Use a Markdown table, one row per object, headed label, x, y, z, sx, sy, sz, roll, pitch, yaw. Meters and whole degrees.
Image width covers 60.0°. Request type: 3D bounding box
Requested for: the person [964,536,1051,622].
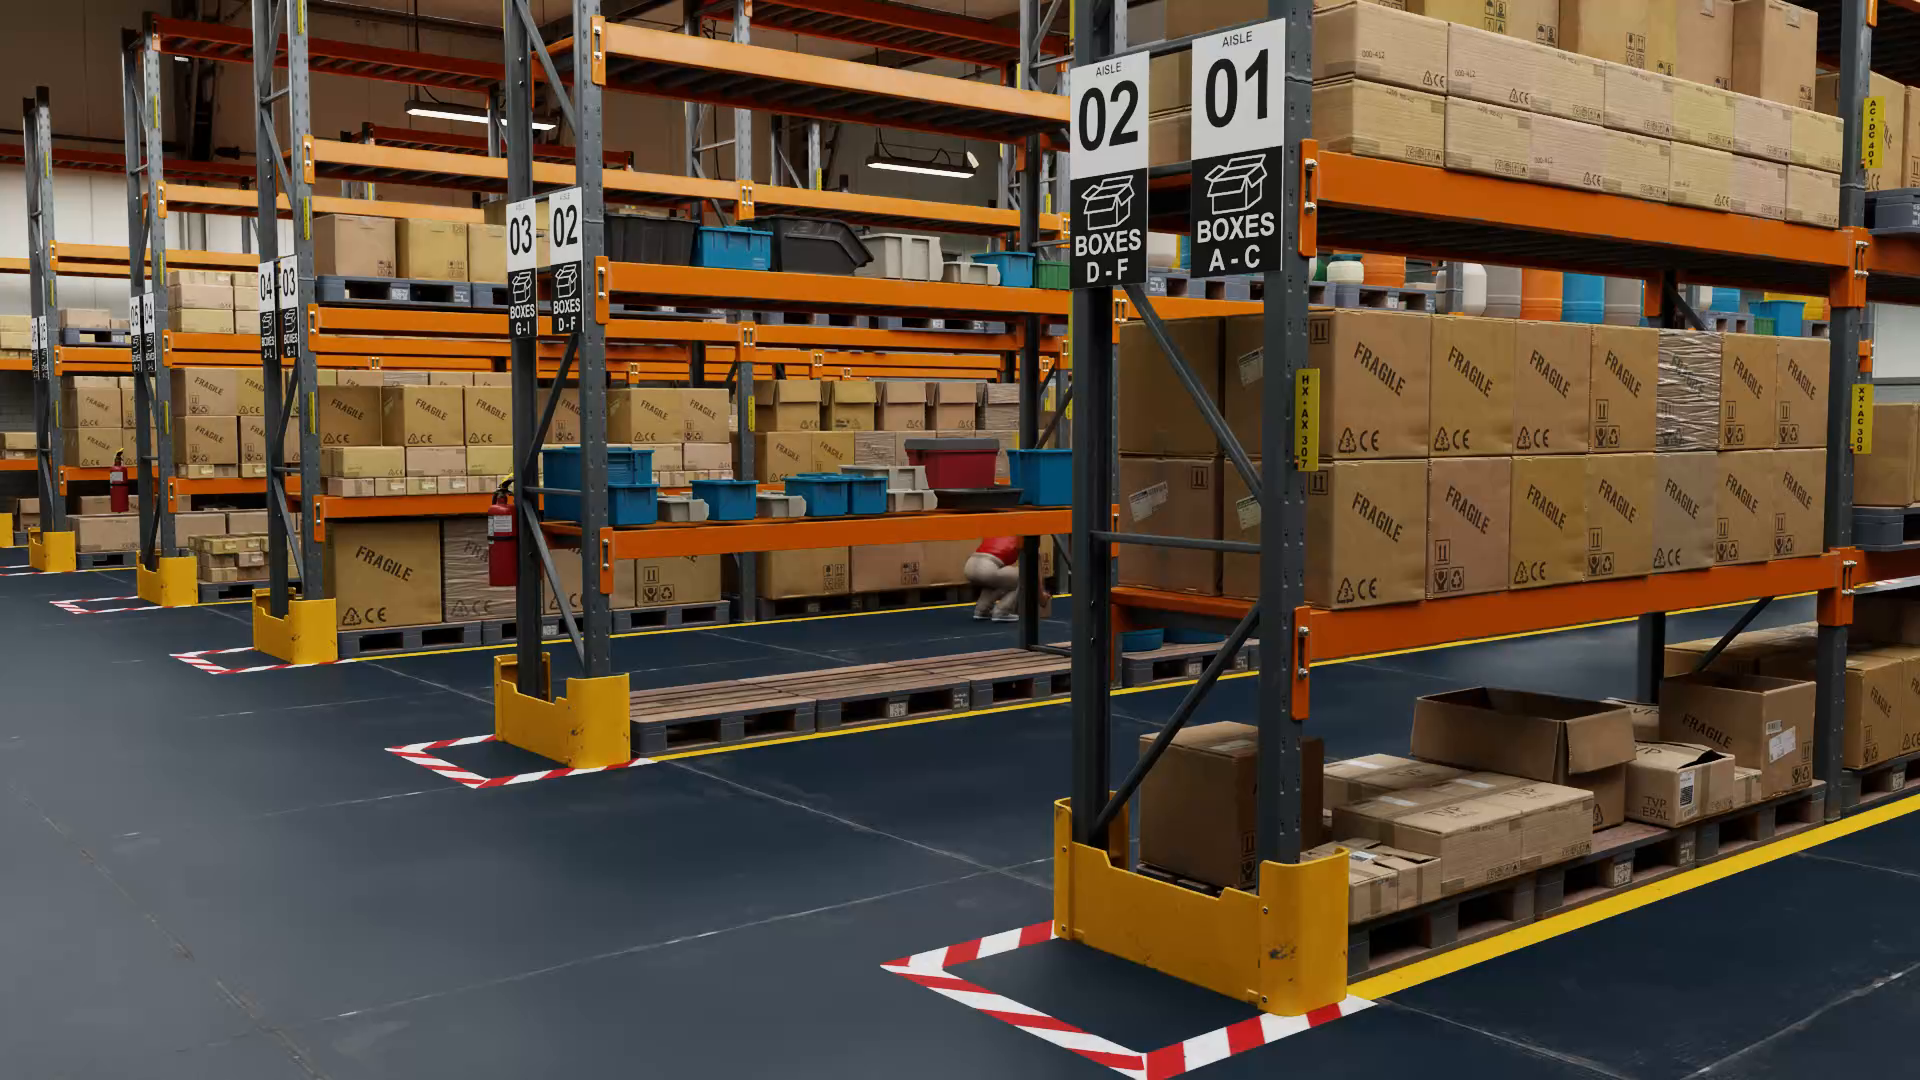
| label | x | y | z | sx | sy | sz | roll | pitch | yaw |
| --- | --- | --- | --- | --- | --- | --- | --- | --- | --- |
| person | 0.425 | 0.292 | 15.961 | 0.873 | 0.949 | 0.568 | -3 | 5 | -39 |
